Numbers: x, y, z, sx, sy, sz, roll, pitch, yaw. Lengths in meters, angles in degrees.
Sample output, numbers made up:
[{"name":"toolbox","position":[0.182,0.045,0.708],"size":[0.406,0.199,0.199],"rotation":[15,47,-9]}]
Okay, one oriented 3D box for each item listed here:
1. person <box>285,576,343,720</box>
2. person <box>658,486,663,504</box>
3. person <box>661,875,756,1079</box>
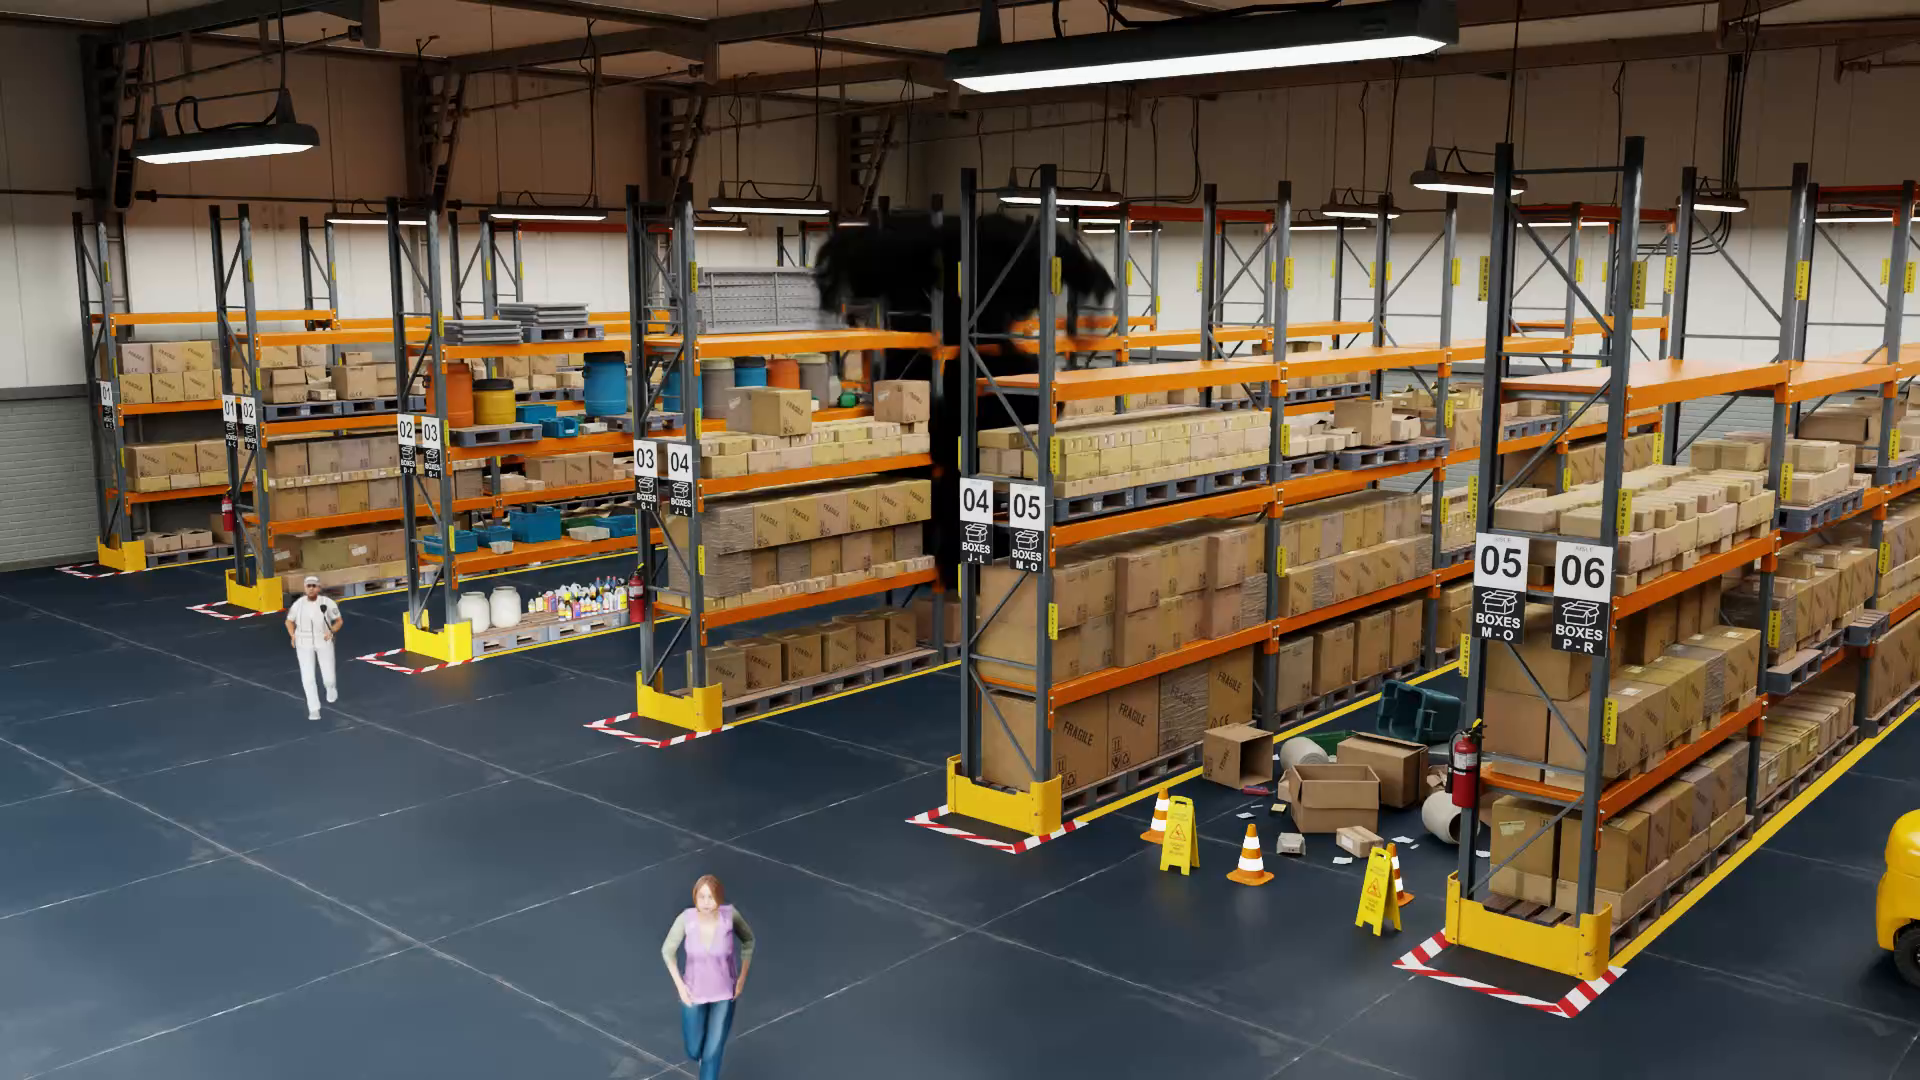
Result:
[{"name":"person","position":[-7.416,1.210,19.118],"size":[0.623,1.621,0.699],"rotation":[-3,10,-16]},{"name":"person","position":[-5.996,-1.050,32.739],"size":[0.505,1.642,0.715],"rotation":[6,11,34]},{"name":"person","position":[-1.522,2.755,10.113],"size":[0.566,1.581,0.738],"rotation":[-1,10,-5]}]
